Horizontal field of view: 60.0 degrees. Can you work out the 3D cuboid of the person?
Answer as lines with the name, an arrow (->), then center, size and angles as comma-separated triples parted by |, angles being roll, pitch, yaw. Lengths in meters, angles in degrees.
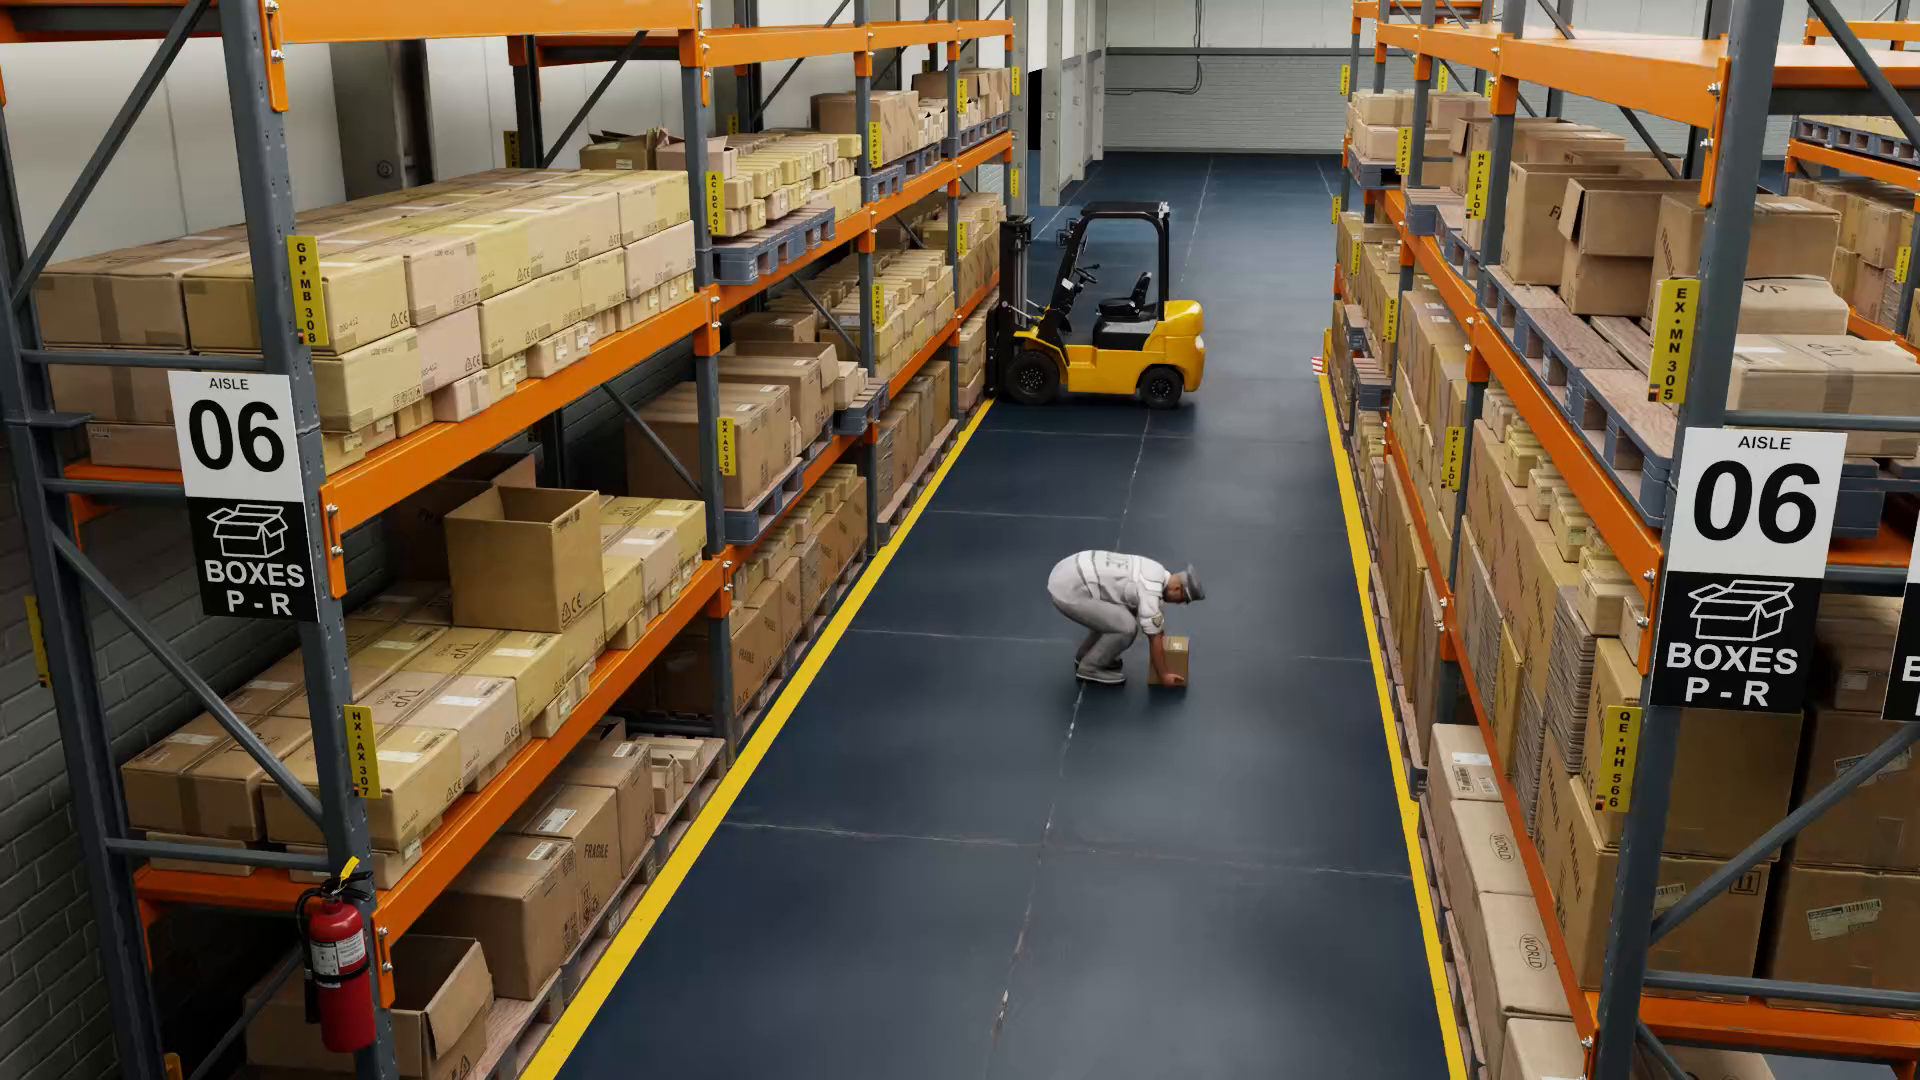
person -> 1.092, 0.506, 10.983 | 1.032, 0.865, 0.530 | 2, 18, 7
